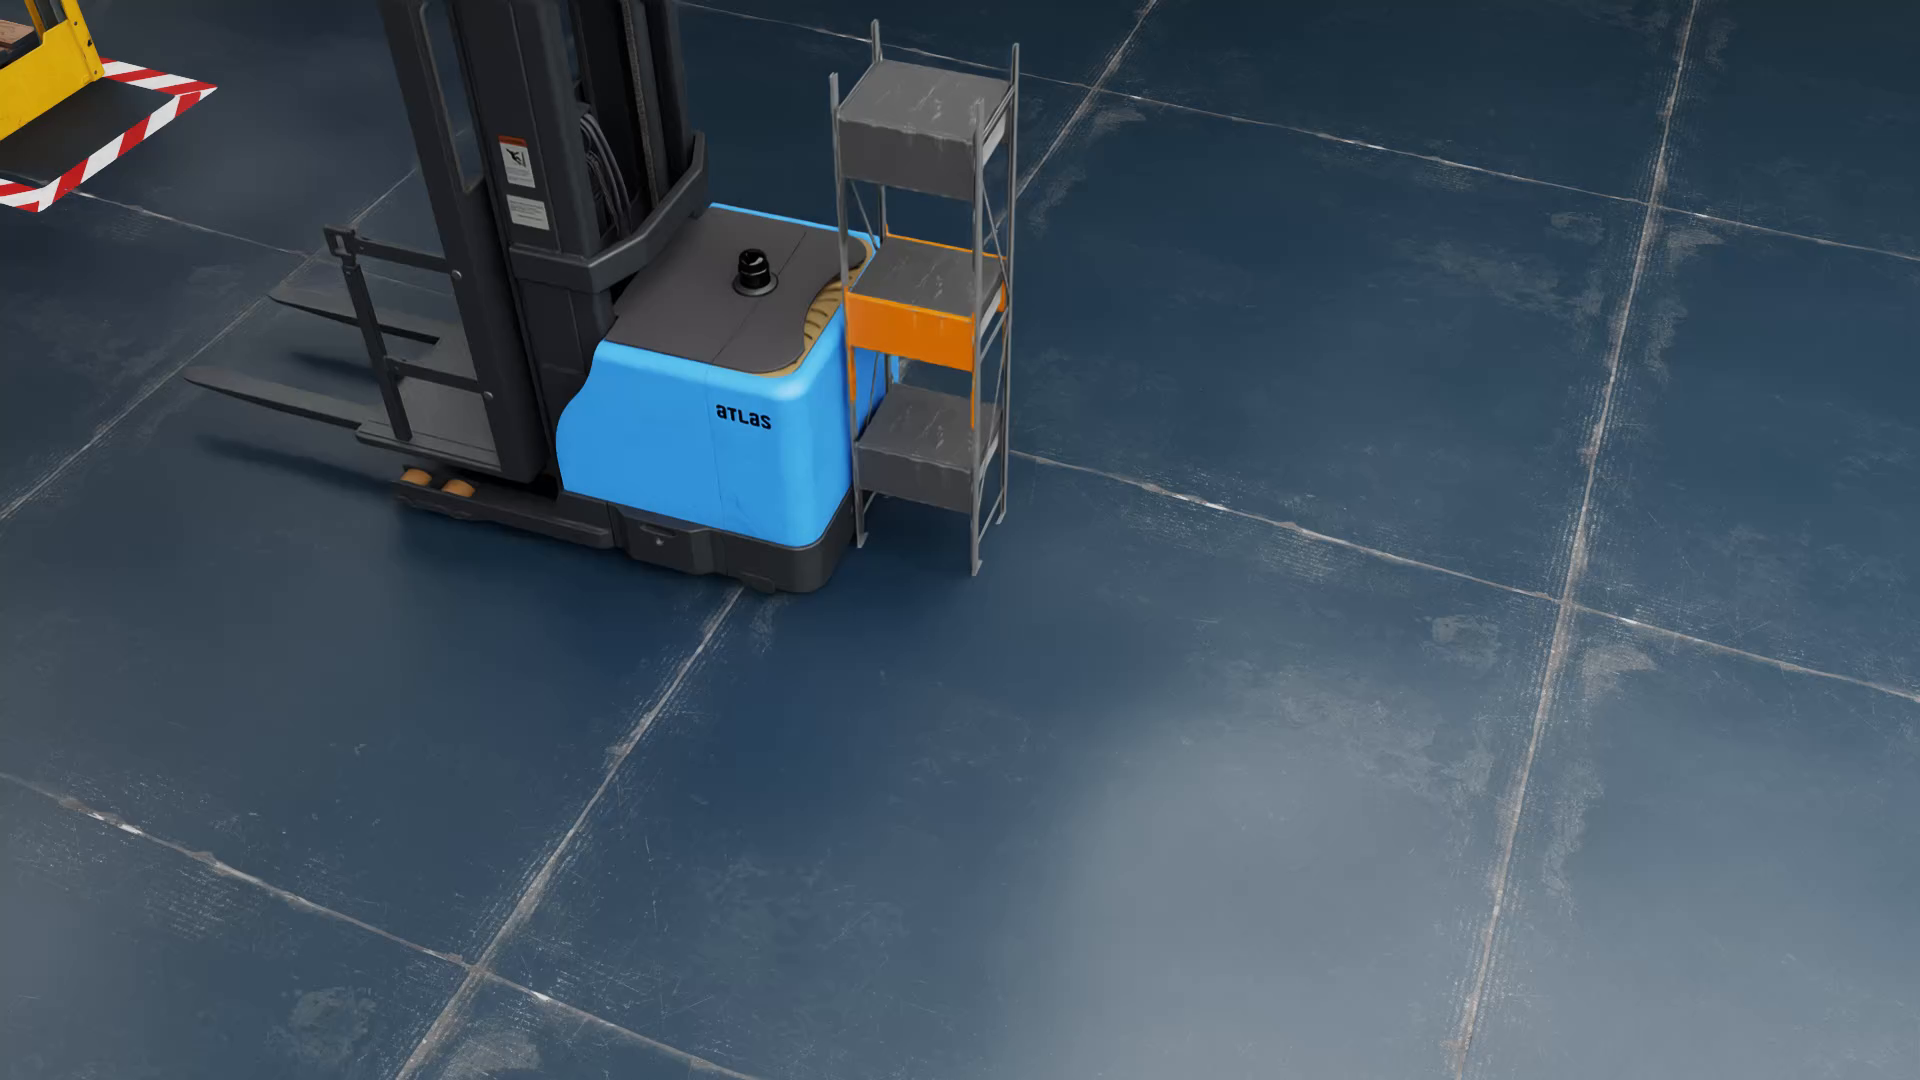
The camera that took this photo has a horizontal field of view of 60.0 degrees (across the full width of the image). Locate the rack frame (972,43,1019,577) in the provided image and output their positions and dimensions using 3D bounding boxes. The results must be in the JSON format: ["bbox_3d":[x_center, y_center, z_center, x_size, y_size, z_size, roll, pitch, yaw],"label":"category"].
[{"bbox_3d":[0.120,-0.732,5.996,0.015,2.100,0.400,14,46,13],"label":"rack frame"}]

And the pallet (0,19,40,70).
[{"bbox_3d":[-5.933,-2.640,9.254,1.213,0.211,1.003,16,47,16],"label":"pallet"}]

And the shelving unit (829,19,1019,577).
[{"bbox_3d":[-0.111,-0.788,6.053,0.503,2.100,0.431,14,46,13],"label":"shelving unit"}]

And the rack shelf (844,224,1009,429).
[{"bbox_3d":[-0.111,-0.779,6.062,0.480,0.518,0.431,14,46,13],"label":"rack shelf"}]

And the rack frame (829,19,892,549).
[{"bbox_3d":[-0.342,-0.844,6.109,0.015,2.100,0.400,14,46,13],"label":"rack frame"}]

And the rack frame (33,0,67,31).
[{"bbox_3d":[-5.127,-3.364,8.004,0.127,3.000,1.000,16,47,16],"label":"rack frame"}]

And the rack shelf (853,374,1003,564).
[{"bbox_3d":[-0.112,-0.281,6.555,0.480,0.518,0.431,14,46,13],"label":"rack shelf"}]

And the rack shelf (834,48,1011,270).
[{"bbox_3d":[-0.110,-1.276,5.570,0.480,0.518,0.431,14,46,13],"label":"rack shelf"}]

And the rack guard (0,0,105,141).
[{"bbox_3d":[-5.197,-2.499,8.907,0.348,0.500,1.175,16,47,16],"label":"rack guard"}]

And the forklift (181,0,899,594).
[{"bbox_3d":[-1.809,-1.460,6.140,3.031,2.935,1.130,14,46,13],"label":"forklift"}]
